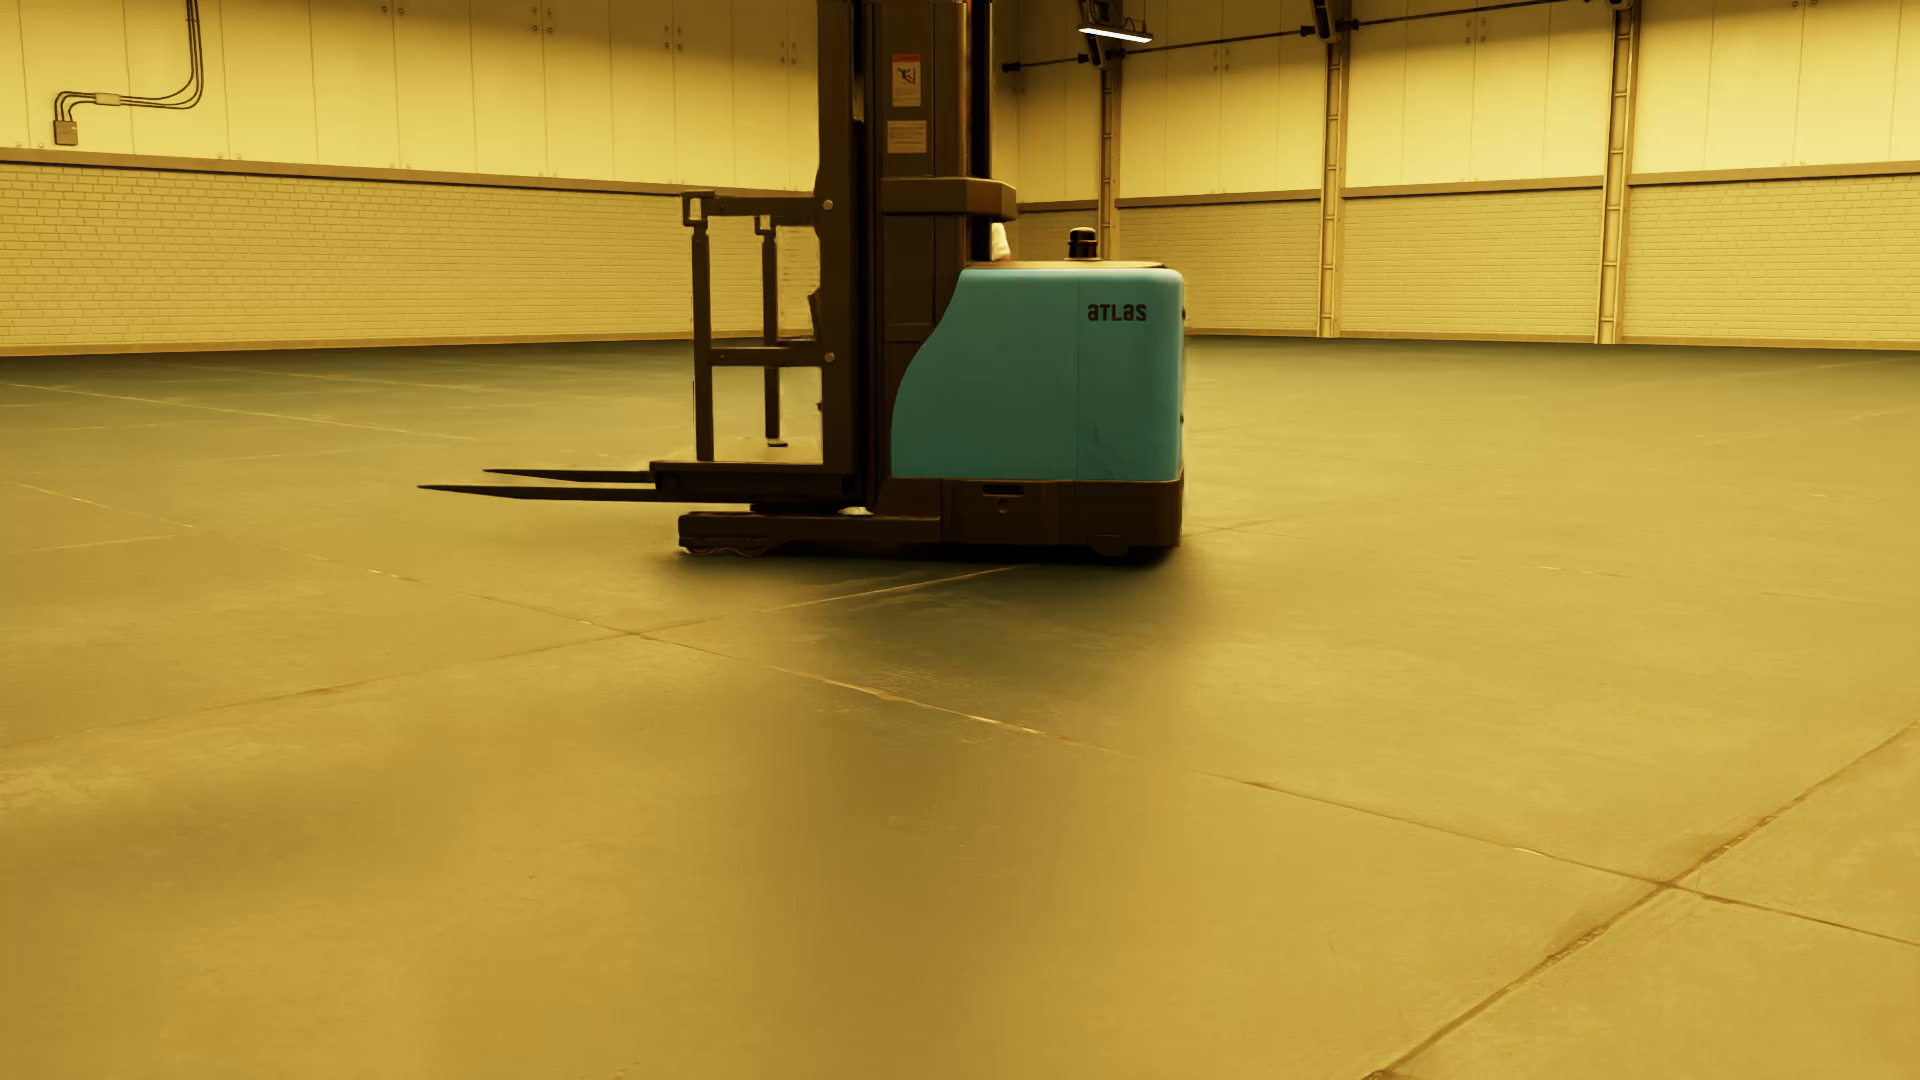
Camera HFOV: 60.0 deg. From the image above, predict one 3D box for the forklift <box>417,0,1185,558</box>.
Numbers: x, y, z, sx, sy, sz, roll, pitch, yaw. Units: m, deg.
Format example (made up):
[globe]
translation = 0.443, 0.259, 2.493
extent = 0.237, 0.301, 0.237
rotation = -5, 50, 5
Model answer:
[forklift]
translation = -0.629, -1.460, 6.573
extent = 3.031, 2.935, 1.130
rotation = 1, 9, 8

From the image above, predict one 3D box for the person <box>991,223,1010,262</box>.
[person]
translation = -0.006, -1.418, 10.297
extent = 0.620, 1.801, 0.511
rotation = -2, 9, -11
